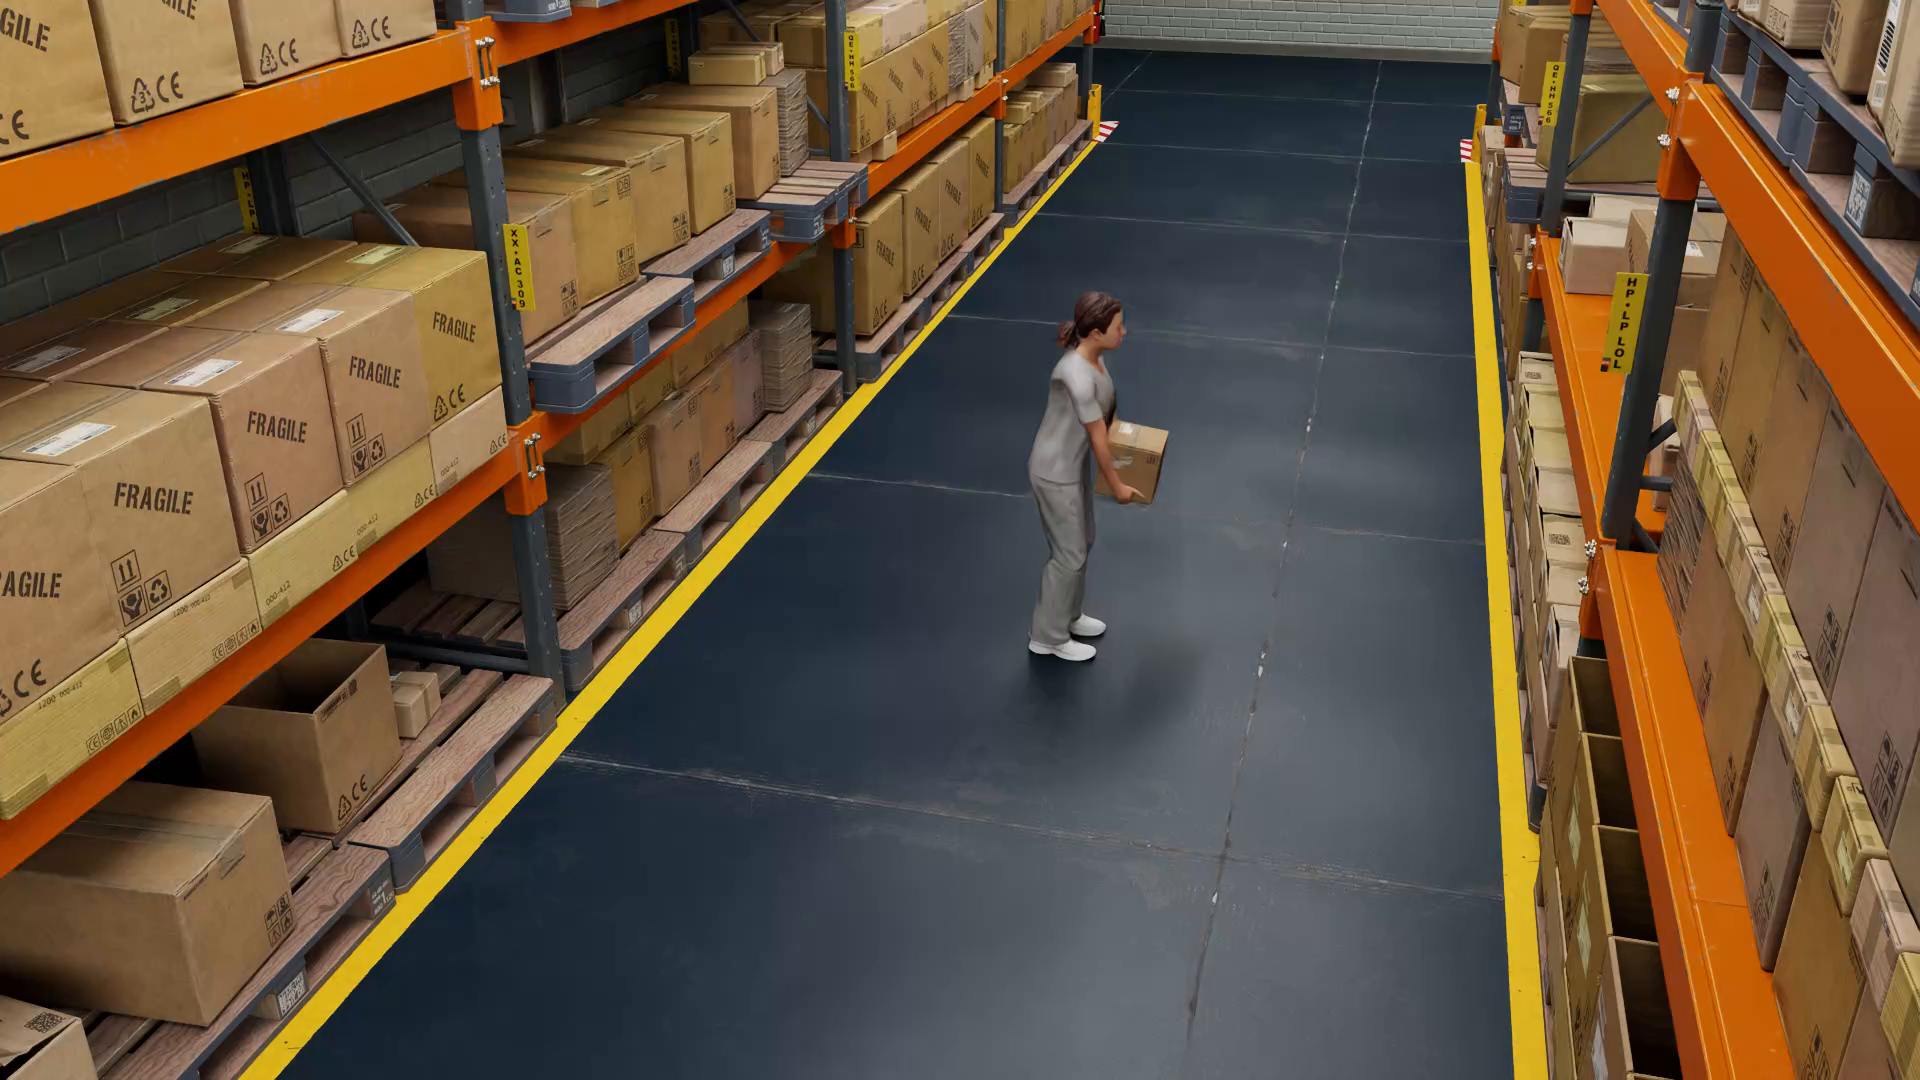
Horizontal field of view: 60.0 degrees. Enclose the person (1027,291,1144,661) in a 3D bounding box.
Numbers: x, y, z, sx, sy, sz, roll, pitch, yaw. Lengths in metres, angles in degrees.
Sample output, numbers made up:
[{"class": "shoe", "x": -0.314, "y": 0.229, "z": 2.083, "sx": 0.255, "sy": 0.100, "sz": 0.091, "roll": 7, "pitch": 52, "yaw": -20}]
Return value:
[{"class": "person", "x": 0.562, "y": -0.278, "z": 7.223, "sx": 0.521, "sy": 1.658, "sz": 0.409, "roll": 6, "pitch": 26, "yaw": 12}]
